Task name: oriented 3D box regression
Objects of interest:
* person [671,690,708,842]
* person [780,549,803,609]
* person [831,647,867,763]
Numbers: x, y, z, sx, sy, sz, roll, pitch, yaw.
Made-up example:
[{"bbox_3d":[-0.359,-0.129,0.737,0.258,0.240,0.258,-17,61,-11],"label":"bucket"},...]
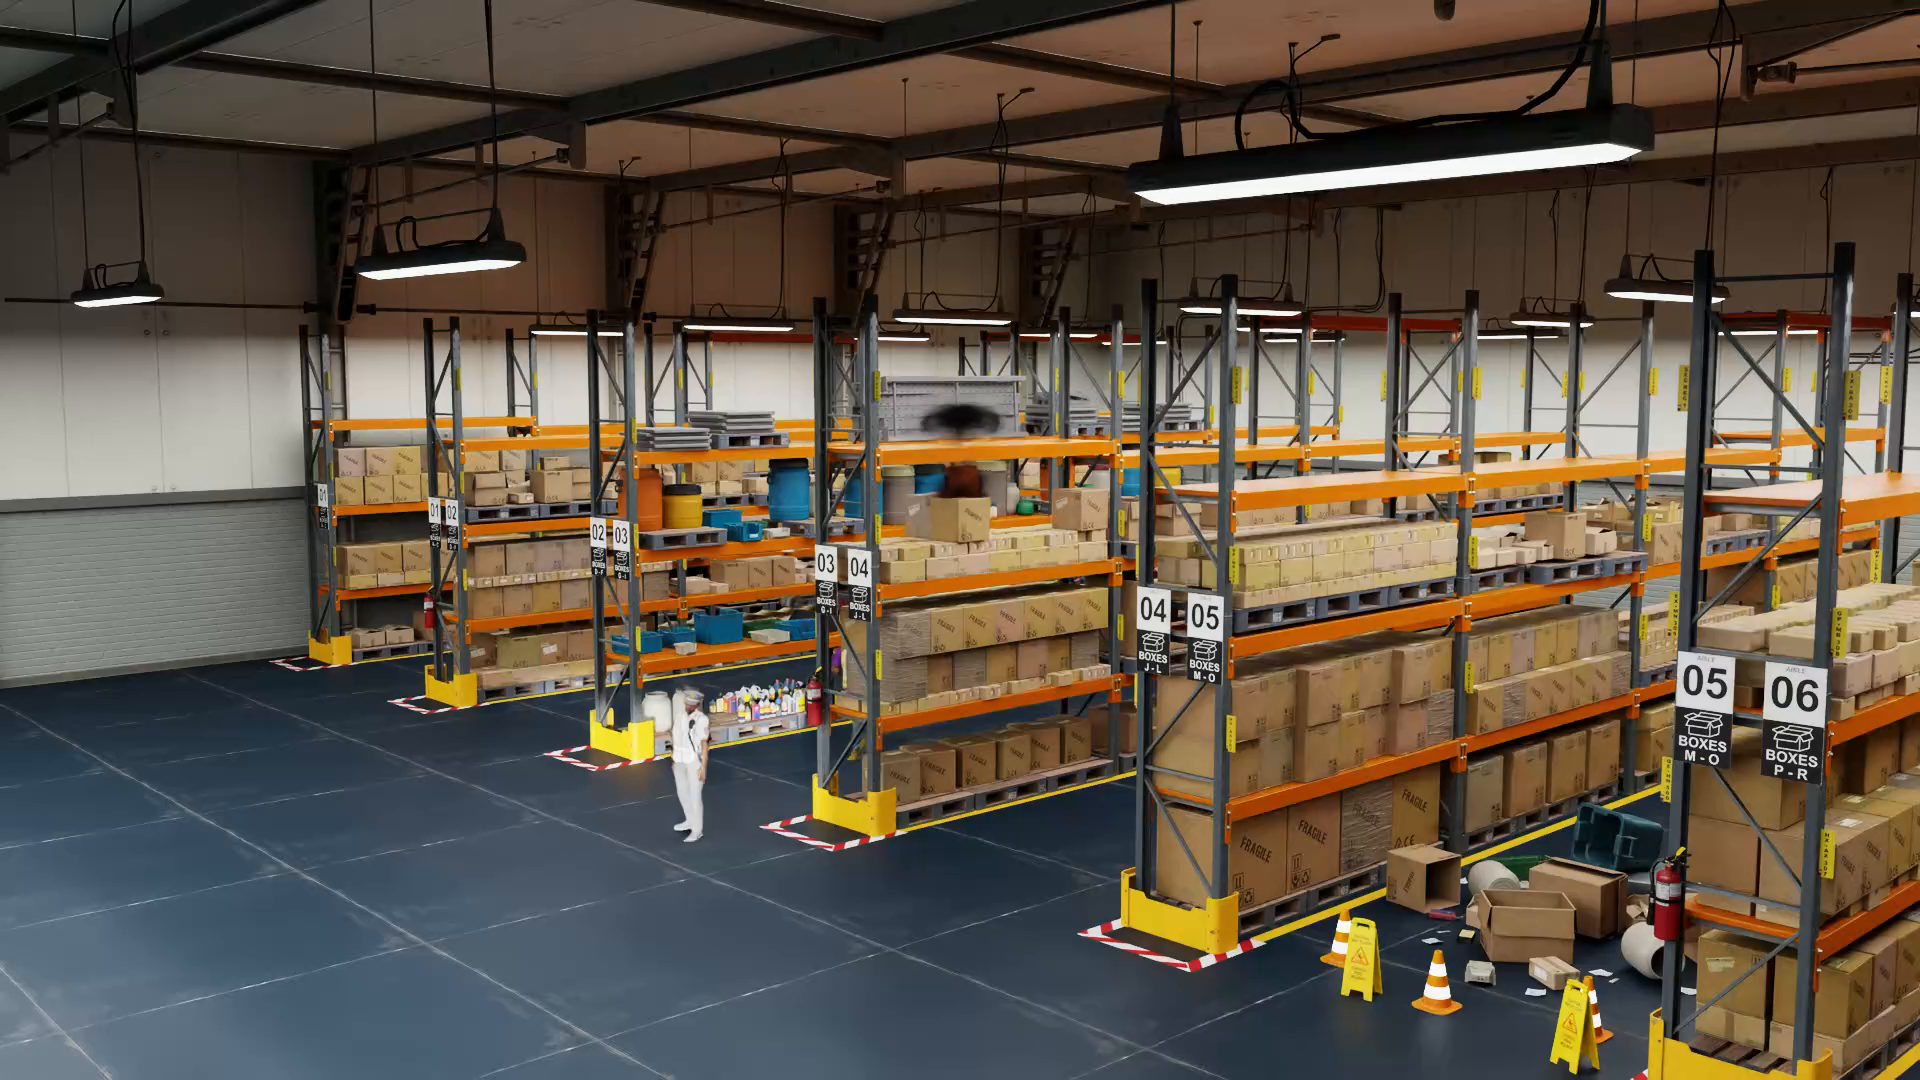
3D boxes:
[{"bbox_3d":[-3.004,2.479,18.498,0.551,1.675,0.482,3,7,30],"label":"person"},{"bbox_3d":[-3.392,0.935,33.553,0.659,1.711,0.681,4,7,34],"label":"person"},{"bbox_3d":[-1.384,2.026,22.342,0.669,1.823,0.868,3,6,25],"label":"person"}]
